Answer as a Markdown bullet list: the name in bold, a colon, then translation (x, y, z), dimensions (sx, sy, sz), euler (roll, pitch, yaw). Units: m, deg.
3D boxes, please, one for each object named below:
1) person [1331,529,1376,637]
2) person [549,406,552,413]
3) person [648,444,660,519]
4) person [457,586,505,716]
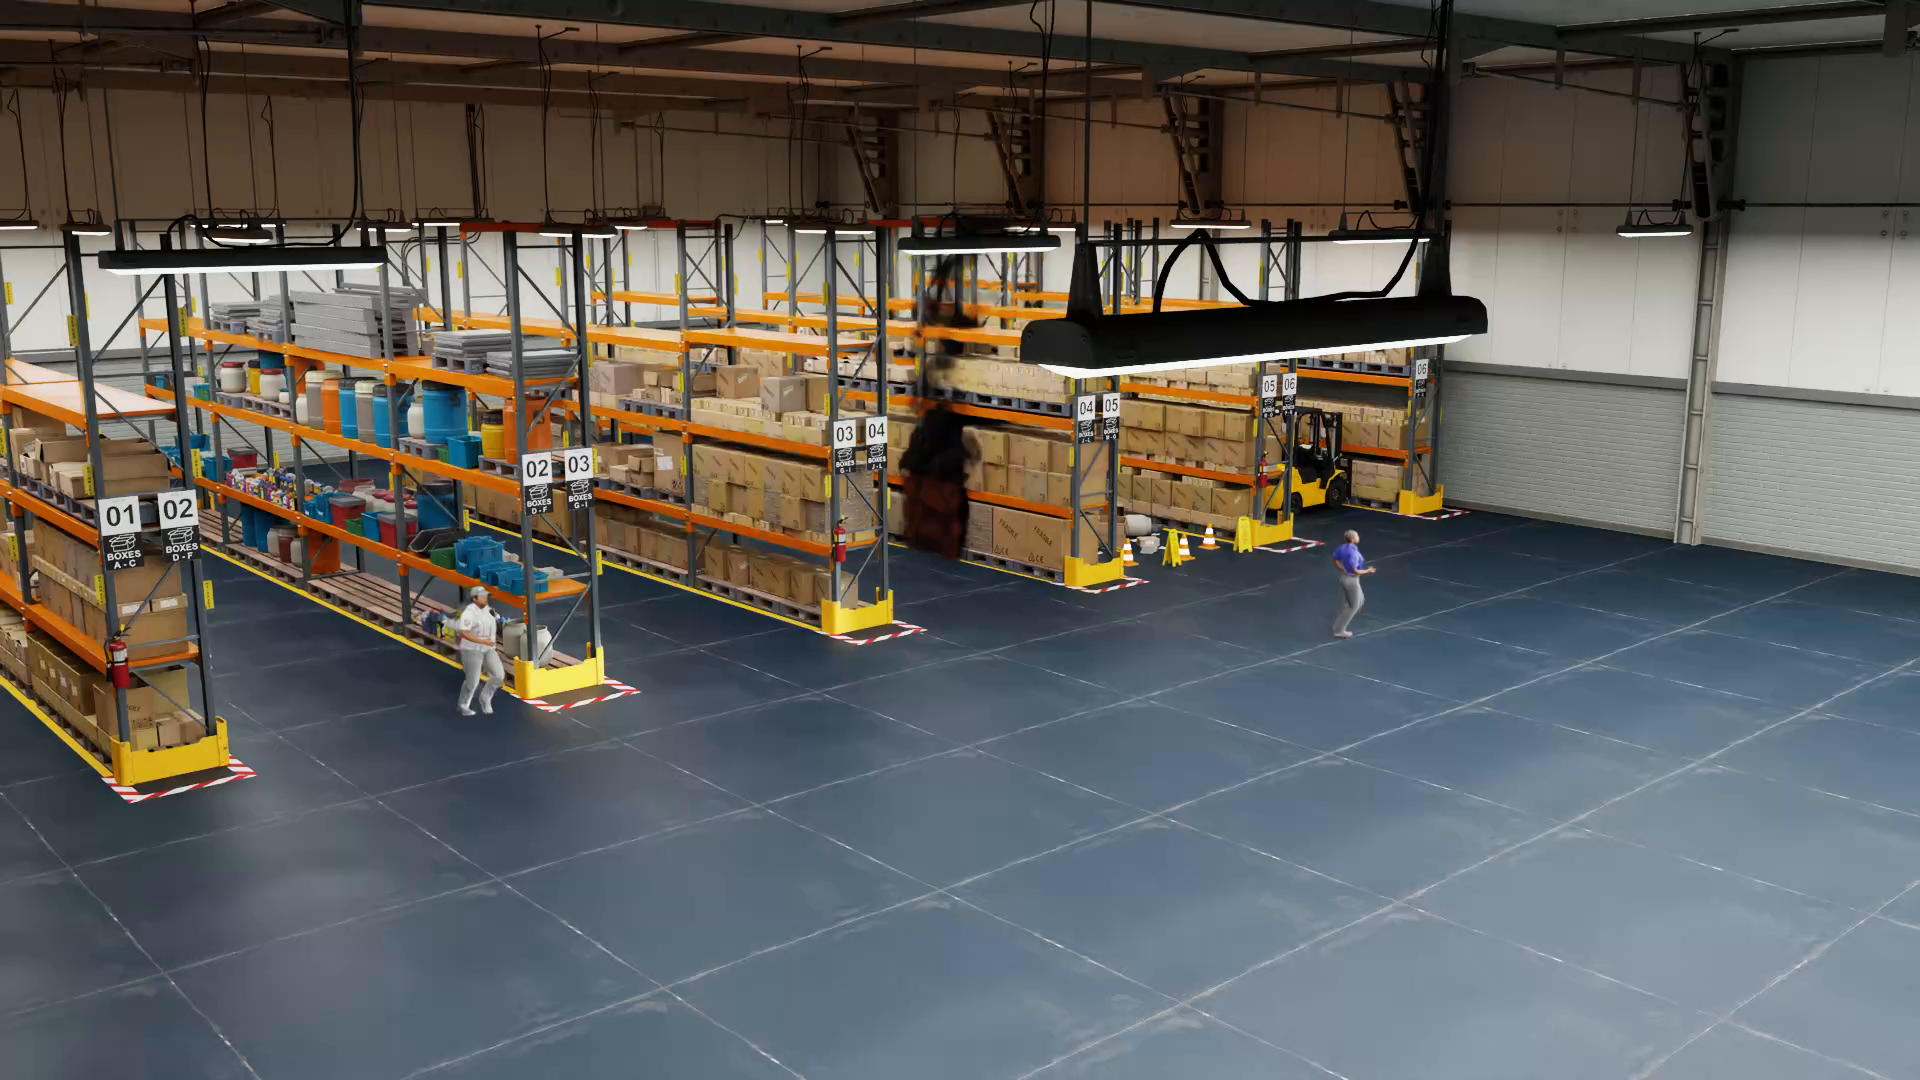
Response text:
- **person**: translation (5.828, 0.634, 24.591), dimensions (0.580, 1.624, 0.562), euler (-1, 11, -6)
- **person**: translation (-9.893, -2.387, 39.334), dimensions (0.794, 1.715, 0.893), euler (3, 12, 16)
- **person**: translation (-6.153, -1.085, 33.081), dimensions (0.696, 1.671, 0.617), euler (9, 15, 39)
- **person**: translation (-6.004, 1.406, 20.856), dimensions (0.606, 1.700, 0.642), euler (6, 13, 26)
